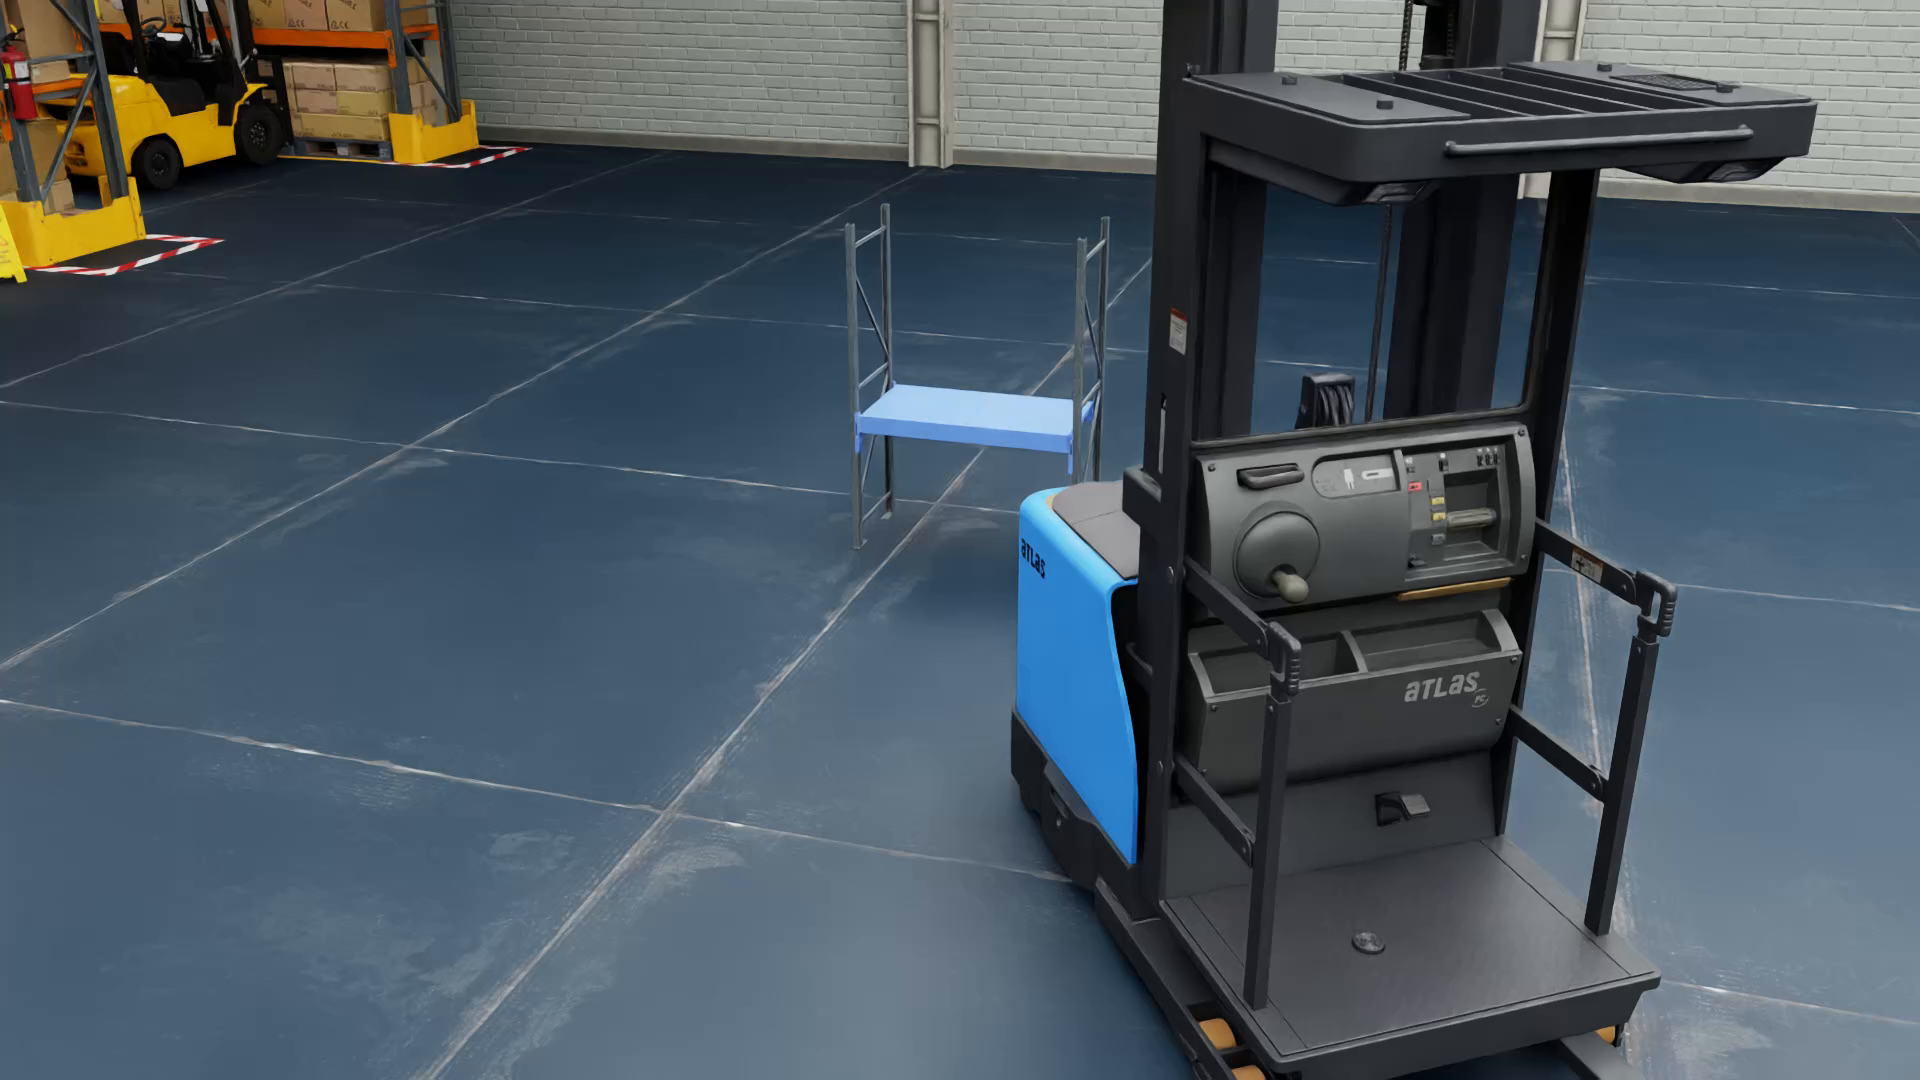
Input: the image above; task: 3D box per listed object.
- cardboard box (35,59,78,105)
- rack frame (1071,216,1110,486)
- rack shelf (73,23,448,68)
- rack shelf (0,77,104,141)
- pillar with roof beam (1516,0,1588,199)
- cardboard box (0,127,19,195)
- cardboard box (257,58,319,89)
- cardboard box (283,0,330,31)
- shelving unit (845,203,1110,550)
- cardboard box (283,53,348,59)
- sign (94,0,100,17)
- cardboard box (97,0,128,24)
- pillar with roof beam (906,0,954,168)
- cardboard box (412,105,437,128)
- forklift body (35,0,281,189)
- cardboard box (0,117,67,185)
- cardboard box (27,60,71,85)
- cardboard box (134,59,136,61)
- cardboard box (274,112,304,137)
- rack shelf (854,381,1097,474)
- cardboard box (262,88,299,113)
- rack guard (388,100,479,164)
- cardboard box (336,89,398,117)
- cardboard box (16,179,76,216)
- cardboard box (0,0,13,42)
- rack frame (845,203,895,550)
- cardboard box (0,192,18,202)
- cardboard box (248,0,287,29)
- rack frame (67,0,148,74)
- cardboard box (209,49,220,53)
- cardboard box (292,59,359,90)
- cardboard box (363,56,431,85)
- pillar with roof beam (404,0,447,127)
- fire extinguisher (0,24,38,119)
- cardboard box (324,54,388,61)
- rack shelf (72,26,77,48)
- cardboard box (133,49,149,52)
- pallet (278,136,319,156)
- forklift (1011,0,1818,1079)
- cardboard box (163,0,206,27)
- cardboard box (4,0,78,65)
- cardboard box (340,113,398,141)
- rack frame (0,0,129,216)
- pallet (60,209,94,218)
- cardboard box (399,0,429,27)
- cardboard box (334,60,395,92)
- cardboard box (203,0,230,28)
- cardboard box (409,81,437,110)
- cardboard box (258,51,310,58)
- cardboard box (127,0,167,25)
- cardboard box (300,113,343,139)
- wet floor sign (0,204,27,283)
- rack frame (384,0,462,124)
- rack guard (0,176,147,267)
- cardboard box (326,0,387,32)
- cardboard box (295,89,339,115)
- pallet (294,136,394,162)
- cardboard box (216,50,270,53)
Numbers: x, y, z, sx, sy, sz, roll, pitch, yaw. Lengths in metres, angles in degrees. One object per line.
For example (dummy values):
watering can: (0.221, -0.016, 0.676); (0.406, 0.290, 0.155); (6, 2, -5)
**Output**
cardboard box: (-9.970, -5.122, 18.880); (0.625, 0.625, 0.875); (8, 24, 18)
rack frame: (0.568, -0.629, 7.327); (0.032, 1.500, 0.500); (7, 23, 16)
rack shelf: (-7.552, -5.421, 17.982); (4.000, 0.370, 1.077); (7, 23, 16)
rack shelf: (-8.983, -3.617, 13.584); (4.000, 0.370, 1.077); (7, 23, 16)
pillar with roof beam: (4.201, -5.835, 10.137); (0.400, 9.000, 9.100); (7, 23, 16)
cardboard box: (-7.910, -2.993, 13.196); (0.500, 0.500, 0.500); (7, 23, 16)
cardboard box: (-7.145, -4.962, 17.667); (0.500, 0.250, 0.500); (7, 23, 16)
cardboard box: (-6.679, -5.600, 17.338); (0.500, 0.500, 0.500); (7, 23, 17)
shelving unit: (0.082, -0.685, 7.463); (1.048, 1.500, 0.538); (7, 23, 16)
cardboard box: (-6.998, -5.153, 18.133); (0.500, 0.250, 0.500); (6, 23, 15)
sign: (-6.911, -4.329, 13.230); (0.005, 0.325, 0.100); (7, 23, 16)
cardboard box: (-9.118, -5.876, 18.011); (0.500, 0.500, 0.500); (6, 23, 14)
pillar with roof beam: (-1.543, -6.492, 11.740); (0.400, 9.000, 9.100); (7, 23, 16)
cardboard box: (-6.051, -4.582, 18.057); (0.500, 0.250, 0.500); (7, 23, 16)
forklift body: (-7.980, -4.687, 16.363); (1.214, 2.155, 2.313); (7, 23, 16)
cardboard box: (-7.783, -3.191, 13.679); (0.500, 0.500, 0.500); (6, 23, 14)
cardboard box: (-7.333, -3.727, 13.235); (0.250, 0.149, 0.380); (7, 23, 16)
cardboard box: (-8.608, -5.131, 18.079); (0.500, 0.250, 0.500); (7, 23, 16)
cardboard box: (-7.129, -4.510, 17.882); (0.500, 0.250, 0.500); (7, 23, 16)
rack shelf: (0.082, -0.518, 7.531); (1.000, 0.185, 0.538); (7, 23, 16)
cardboard box: (-7.171, -4.736, 17.774); (0.500, 0.250, 0.500); (6, 23, 14)
rack guard: (-5.615, -4.376, 17.779); (0.348, 0.500, 1.175); (7, 23, 16)
cardboard box: (-6.194, -4.628, 17.511); (0.500, 0.250, 0.500); (6, 23, 15)
cardboard box: (-7.760, -2.842, 13.816); (0.500, 0.250, 0.500); (6, 23, 15)
cardboard box: (-7.667, -3.874, 12.739); (0.500, 0.500, 0.500); (6, 23, 15)
rack frame: (-0.405, -0.740, 7.598); (0.032, 1.500, 0.500); (7, 23, 16)
cardboard box: (-7.943, -2.647, 13.339); (0.500, 0.250, 0.500); (6, 23, 15)
cardboard box: (-7.169, -5.656, 17.474); (0.500, 0.500, 0.500); (6, 23, 14)
rack frame: (-9.467, -5.973, 18.380); (0.127, 3.000, 1.000); (7, 23, 16)
cardboard box: (-8.451, -5.324, 18.550); (0.500, 0.250, 0.500); (6, 23, 15)
cardboard box: (-6.659, -4.911, 17.541); (0.500, 0.250, 0.500); (7, 23, 16)
cardboard box: (-6.043, -5.041, 17.859); (0.500, 0.250, 0.500); (6, 23, 15)
pillar with roof beam: (-7.288, -7.150, 13.344); (0.400, 9.000, 9.100); (7, 23, 16)
fire extinguisher: (-7.092, -3.515, 12.489); (0.183, 0.674, 0.296); (7, 23, 16)
cardboard box: (-6.523, -5.095, 17.990); (0.500, 0.250, 0.500); (7, 23, 16)
rack shelf: (-11.382, -5.860, 19.051); (4.000, 0.370, 1.077); (7, 23, 16)
cardboard box: (-8.940, -5.374, 18.672); (0.500, 0.250, 0.500); (7, 23, 17)
pallet: (-7.546, -4.448, 18.335); (1.213, 0.211, 1.003); (7, 23, 15)
forklift: (1.108, -0.044, 4.015); (1.130, 2.935, 3.031); (-7, 23, -16)
cardboard box: (-8.129, -5.770, 17.752); (0.500, 0.500, 0.500); (6, 23, 15)
cardboard box: (-7.441, -4.068, 13.210); (0.500, 0.500, 0.500); (6, 23, 15)
cardboard box: (-6.179, -4.394, 17.599); (0.500, 0.250, 0.500); (7, 23, 16)
rack frame: (-7.068, -3.731, 12.913); (0.127, 3.000, 1.000); (7, 23, 16)
pallet: (-7.908, -2.551, 13.711); (1.213, 0.211, 1.003); (7, 23, 16)
cardboard box: (-6.032, -5.736, 17.670); (0.500, 0.500, 0.500); (7, 23, 17)
cardboard box: (-6.169, -4.857, 17.410); (0.500, 0.250, 0.500); (7, 23, 17)
cardboard box: (-7.654, -5.707, 17.599); (0.500, 0.500, 0.500); (7, 23, 16)
cardboard box: (-6.028, -4.815, 17.968); (0.500, 0.250, 0.500); (7, 23, 16)
cardboard box: (-7.487, -5.212, 18.276); (0.500, 0.250, 0.500); (6, 23, 14)
cardboard box: (-8.614, -5.825, 17.886); (0.500, 0.500, 0.500); (7, 23, 16)
cardboard box: (-6.652, -4.452, 17.740); (0.500, 0.250, 0.500); (7, 23, 15)
wet floor sign: (-7.195, -2.232, 12.361); (0.232, 0.644, 0.267); (16, 27, 34)
rack frame: (-5.638, -5.535, 17.311); (0.127, 3.000, 1.000); (7, 23, 16)
rack guard: (-7.141, -2.583, 13.408); (0.348, 0.500, 1.175); (7, 23, 16)
cardboard box: (-6.185, -5.540, 17.191); (0.500, 0.500, 0.500); (6, 23, 14)
cardboard box: (-6.671, -4.687, 17.655); (0.500, 0.250, 0.500); (6, 23, 15)
pallet: (-6.382, -4.313, 18.007); (1.213, 0.211, 1.003); (7, 23, 16)
cardboard box: (-7.970, -5.264, 18.403); (0.500, 0.250, 0.500); (7, 23, 16)
